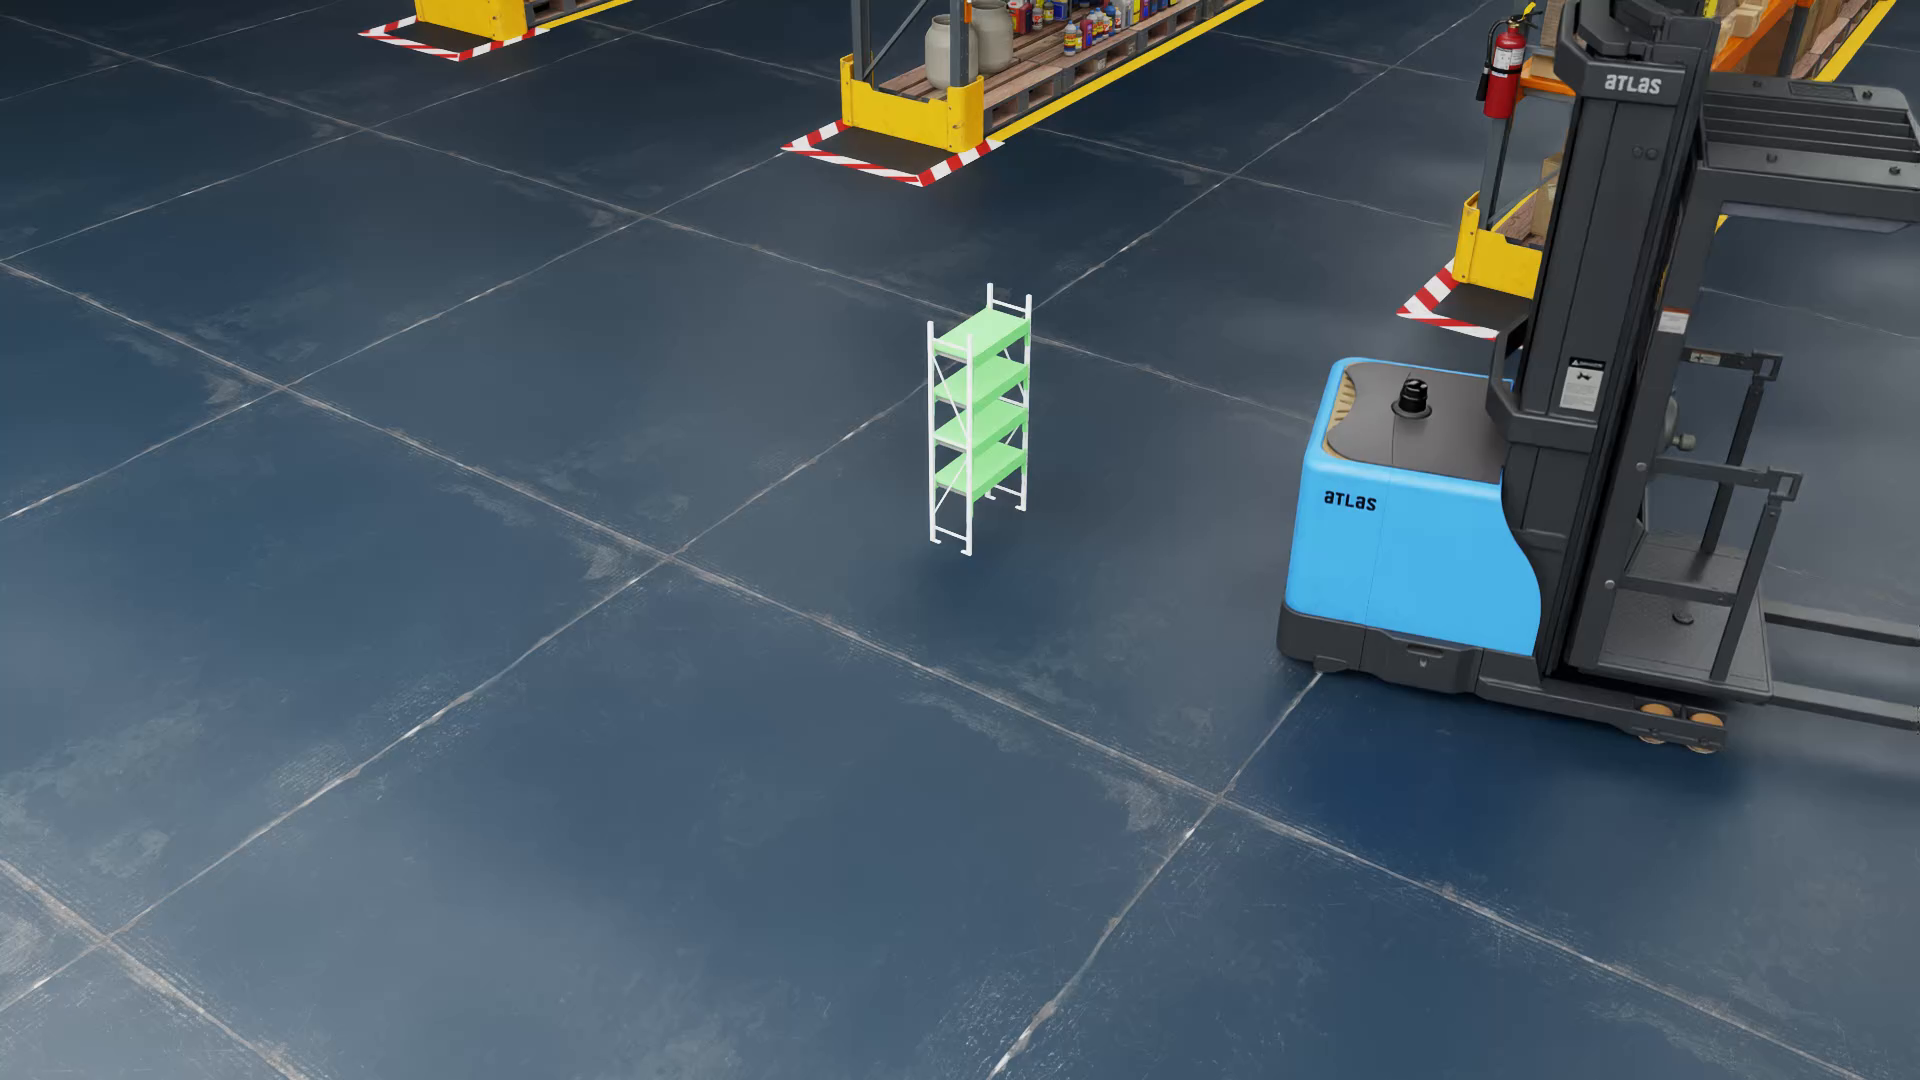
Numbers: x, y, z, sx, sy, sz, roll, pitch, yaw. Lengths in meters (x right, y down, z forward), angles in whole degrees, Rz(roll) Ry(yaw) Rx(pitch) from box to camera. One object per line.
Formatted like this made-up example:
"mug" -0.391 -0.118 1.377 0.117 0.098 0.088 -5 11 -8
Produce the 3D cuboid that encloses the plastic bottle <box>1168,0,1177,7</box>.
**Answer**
"plastic bottle" 1.899 -4.943 14.913 0.061 0.283 0.133 23 41 30

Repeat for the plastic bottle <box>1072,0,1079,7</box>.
"plastic bottle" 0.994 -4.972 14.896 0.144 0.351 0.185 20 39 26

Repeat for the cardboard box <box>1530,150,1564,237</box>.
"cardboard box" 4.060 -2.210 10.697 0.500 0.500 0.500 -29 43 -35

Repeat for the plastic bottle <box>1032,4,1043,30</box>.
"plastic bottle" 0.667 -4.520 14.361 0.097 0.201 0.097 0 34 0

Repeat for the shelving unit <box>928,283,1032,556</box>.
"shelving unit" 0.094 -0.573 8.027 0.258 1.200 0.503 21 39 28

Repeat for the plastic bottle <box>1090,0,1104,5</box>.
"plastic bottle" 1.220 -5.012 14.956 0.144 0.351 0.185 21 39 28

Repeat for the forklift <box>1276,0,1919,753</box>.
"forklift" 2.988 -0.661 6.610 3.031 2.935 1.130 10 35 15

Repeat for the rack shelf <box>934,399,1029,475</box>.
"rack shelf" 0.094 -0.520 8.062 0.258 0.148 0.480 21 39 28

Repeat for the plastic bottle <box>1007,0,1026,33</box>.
"plastic bottle" 0.475 -4.518 14.292 0.152 0.276 0.135 22 40 29

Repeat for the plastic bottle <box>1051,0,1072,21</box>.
"plastic bottle" 0.887 -4.709 14.575 0.152 0.276 0.135 21 39 28

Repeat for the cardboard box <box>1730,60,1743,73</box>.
"cardboard box" 5.390 -3.332 12.356 0.500 0.500 0.500 -23 40 -30

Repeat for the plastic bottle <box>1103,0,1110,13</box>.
"plastic bottle" 1.295 -4.604 14.413 0.061 0.283 0.133 21 39 28

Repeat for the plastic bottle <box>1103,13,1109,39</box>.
"plastic bottle" 1.220 -4.379 14.153 0.097 0.201 0.097 0 34 0

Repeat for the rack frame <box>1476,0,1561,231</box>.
"rack frame" 3.691 -2.790 9.698 1.000 3.000 0.127 21 39 28

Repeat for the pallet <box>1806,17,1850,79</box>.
"pallet" 7.109 -4.398 14.565 1.003 0.211 1.213 21 39 28

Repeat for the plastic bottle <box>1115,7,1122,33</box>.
"plastic bottle" 1.338 -4.474 14.293 0.097 0.201 0.097 0 34 0

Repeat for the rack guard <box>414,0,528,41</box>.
"rack guard" -4.459 -4.909 15.063 1.175 0.500 0.348 21 39 28

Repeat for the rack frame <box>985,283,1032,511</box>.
"rack frame" 0.234 -0.685 8.193 0.240 1.200 0.015 21 39 28

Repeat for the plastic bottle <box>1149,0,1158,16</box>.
"plastic bottle" 1.663 -4.821 14.673 0.144 0.351 0.185 19 39 26

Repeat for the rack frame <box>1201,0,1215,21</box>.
"rack frame" 1.902 -6.213 14.759 1.000 3.000 0.127 21 39 28

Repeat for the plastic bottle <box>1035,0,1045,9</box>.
"plastic bottle" 0.645 -4.690 14.480 0.144 0.351 0.185 23 40 30

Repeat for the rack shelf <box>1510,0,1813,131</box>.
"rack shelf" 4.831 -3.412 11.260 1.077 0.370 4.000 21 39 28

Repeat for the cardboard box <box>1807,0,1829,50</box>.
"cardboard box" 6.945 -4.524 14.101 0.700 0.500 0.500 18 38 24

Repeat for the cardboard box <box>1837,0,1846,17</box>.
"cardboard box" 7.581 -5.044 14.870 0.700 0.500 0.500 18 38 24

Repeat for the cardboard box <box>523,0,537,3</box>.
"cardboard box" -3.957 -5.166 15.292 0.500 0.250 0.500 21 39 28

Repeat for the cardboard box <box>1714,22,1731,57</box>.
"cardboard box" 4.636 -3.194 10.520 0.380 0.149 0.250 21 39 28

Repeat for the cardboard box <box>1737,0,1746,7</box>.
"cardboard box" 4.829 -3.910 10.999 0.875 0.500 0.500 21 39 28

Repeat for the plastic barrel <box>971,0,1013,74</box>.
"plastic barrel" 0.220 -4.073 13.441 0.421 0.512 0.421 0 34 0

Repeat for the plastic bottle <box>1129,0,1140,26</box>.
"plastic bottle" 1.478 -4.672 14.453 0.144 0.351 0.185 21 39 28

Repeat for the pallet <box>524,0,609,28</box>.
"pallet" -4.044 -5.166 15.700 1.003 0.211 1.213 21 39 28

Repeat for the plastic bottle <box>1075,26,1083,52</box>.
"plastic bottle" 0.971 -4.177 13.855 0.097 0.201 0.097 0 34 0

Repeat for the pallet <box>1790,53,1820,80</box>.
"pallet" 6.414 -3.834 13.731 1.003 0.211 1.213 21 39 28

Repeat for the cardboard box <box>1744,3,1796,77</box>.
"cardboard box" 6.339 -4.053 13.404 0.700 0.500 0.500 18 38 25

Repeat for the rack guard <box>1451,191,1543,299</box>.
"rack guard" 3.734 -1.789 10.449 1.175 0.500 0.348 21 39 28

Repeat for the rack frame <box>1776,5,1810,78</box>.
"rack frame" 5.971 -4.631 12.420 1.000 3.000 0.127 21 39 28

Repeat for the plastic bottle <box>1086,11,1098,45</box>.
"plastic bottle" 1.107 -4.316 13.998 0.097 0.271 0.097 0 34 0

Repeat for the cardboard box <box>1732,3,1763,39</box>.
"cardboard box" 4.984 -3.400 10.824 0.380 0.149 0.250 21 39 28

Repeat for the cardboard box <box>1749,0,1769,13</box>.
"cardboard box" 5.223 -3.648 11.191 0.380 0.149 0.250 21 39 28

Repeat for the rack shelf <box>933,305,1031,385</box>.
"rack shelf" 0.094 -0.918 7.793 0.258 0.148 0.480 21 39 28

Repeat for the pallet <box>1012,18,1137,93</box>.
"pallet" 0.790 -4.198 14.269 1.003 0.211 1.213 21 39 28

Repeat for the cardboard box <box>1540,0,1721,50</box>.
"cardboard box" 4.027 -3.199 9.948 0.875 0.500 0.500 21 39 28
